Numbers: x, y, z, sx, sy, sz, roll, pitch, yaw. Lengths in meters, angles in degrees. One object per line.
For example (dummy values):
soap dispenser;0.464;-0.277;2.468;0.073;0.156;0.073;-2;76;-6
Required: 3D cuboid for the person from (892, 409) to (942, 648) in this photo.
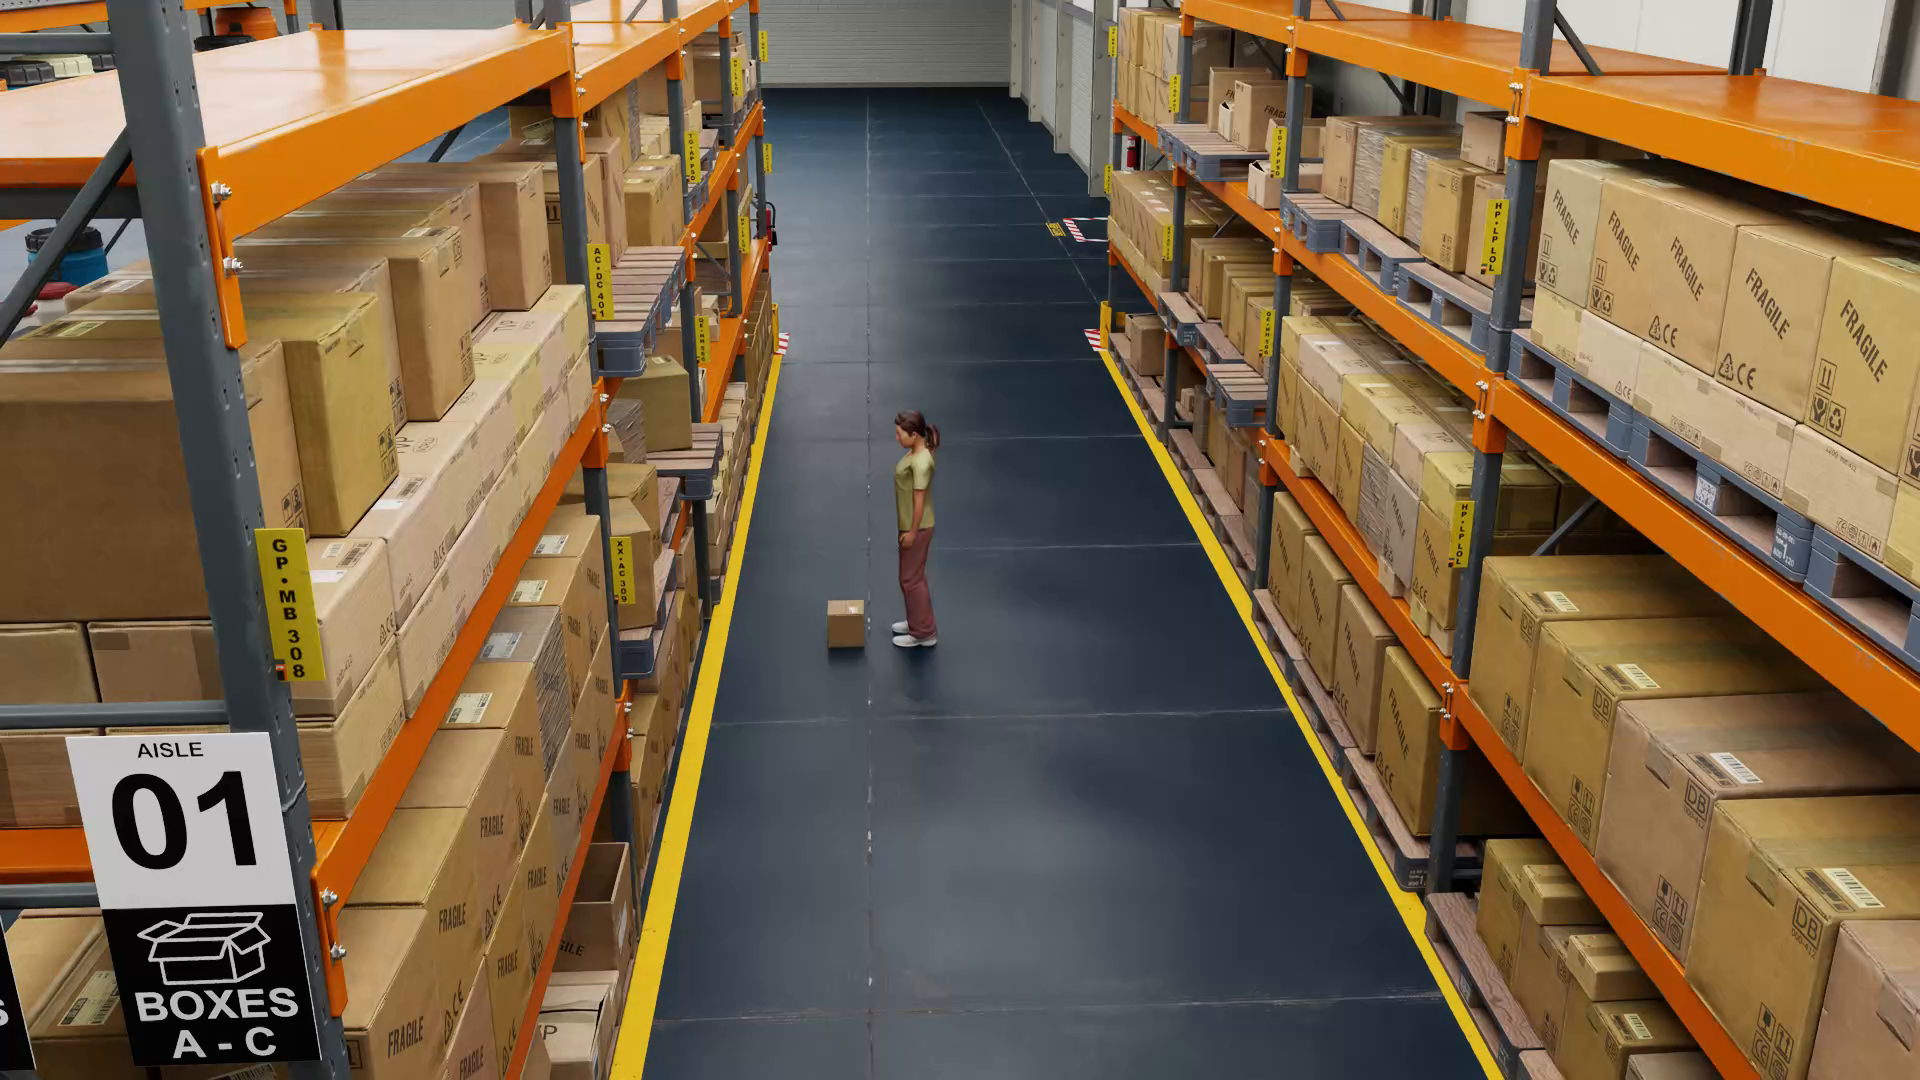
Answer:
person;-0.295;-0.086;11.325;0.359;1.670;0.447;-1;20;-2
